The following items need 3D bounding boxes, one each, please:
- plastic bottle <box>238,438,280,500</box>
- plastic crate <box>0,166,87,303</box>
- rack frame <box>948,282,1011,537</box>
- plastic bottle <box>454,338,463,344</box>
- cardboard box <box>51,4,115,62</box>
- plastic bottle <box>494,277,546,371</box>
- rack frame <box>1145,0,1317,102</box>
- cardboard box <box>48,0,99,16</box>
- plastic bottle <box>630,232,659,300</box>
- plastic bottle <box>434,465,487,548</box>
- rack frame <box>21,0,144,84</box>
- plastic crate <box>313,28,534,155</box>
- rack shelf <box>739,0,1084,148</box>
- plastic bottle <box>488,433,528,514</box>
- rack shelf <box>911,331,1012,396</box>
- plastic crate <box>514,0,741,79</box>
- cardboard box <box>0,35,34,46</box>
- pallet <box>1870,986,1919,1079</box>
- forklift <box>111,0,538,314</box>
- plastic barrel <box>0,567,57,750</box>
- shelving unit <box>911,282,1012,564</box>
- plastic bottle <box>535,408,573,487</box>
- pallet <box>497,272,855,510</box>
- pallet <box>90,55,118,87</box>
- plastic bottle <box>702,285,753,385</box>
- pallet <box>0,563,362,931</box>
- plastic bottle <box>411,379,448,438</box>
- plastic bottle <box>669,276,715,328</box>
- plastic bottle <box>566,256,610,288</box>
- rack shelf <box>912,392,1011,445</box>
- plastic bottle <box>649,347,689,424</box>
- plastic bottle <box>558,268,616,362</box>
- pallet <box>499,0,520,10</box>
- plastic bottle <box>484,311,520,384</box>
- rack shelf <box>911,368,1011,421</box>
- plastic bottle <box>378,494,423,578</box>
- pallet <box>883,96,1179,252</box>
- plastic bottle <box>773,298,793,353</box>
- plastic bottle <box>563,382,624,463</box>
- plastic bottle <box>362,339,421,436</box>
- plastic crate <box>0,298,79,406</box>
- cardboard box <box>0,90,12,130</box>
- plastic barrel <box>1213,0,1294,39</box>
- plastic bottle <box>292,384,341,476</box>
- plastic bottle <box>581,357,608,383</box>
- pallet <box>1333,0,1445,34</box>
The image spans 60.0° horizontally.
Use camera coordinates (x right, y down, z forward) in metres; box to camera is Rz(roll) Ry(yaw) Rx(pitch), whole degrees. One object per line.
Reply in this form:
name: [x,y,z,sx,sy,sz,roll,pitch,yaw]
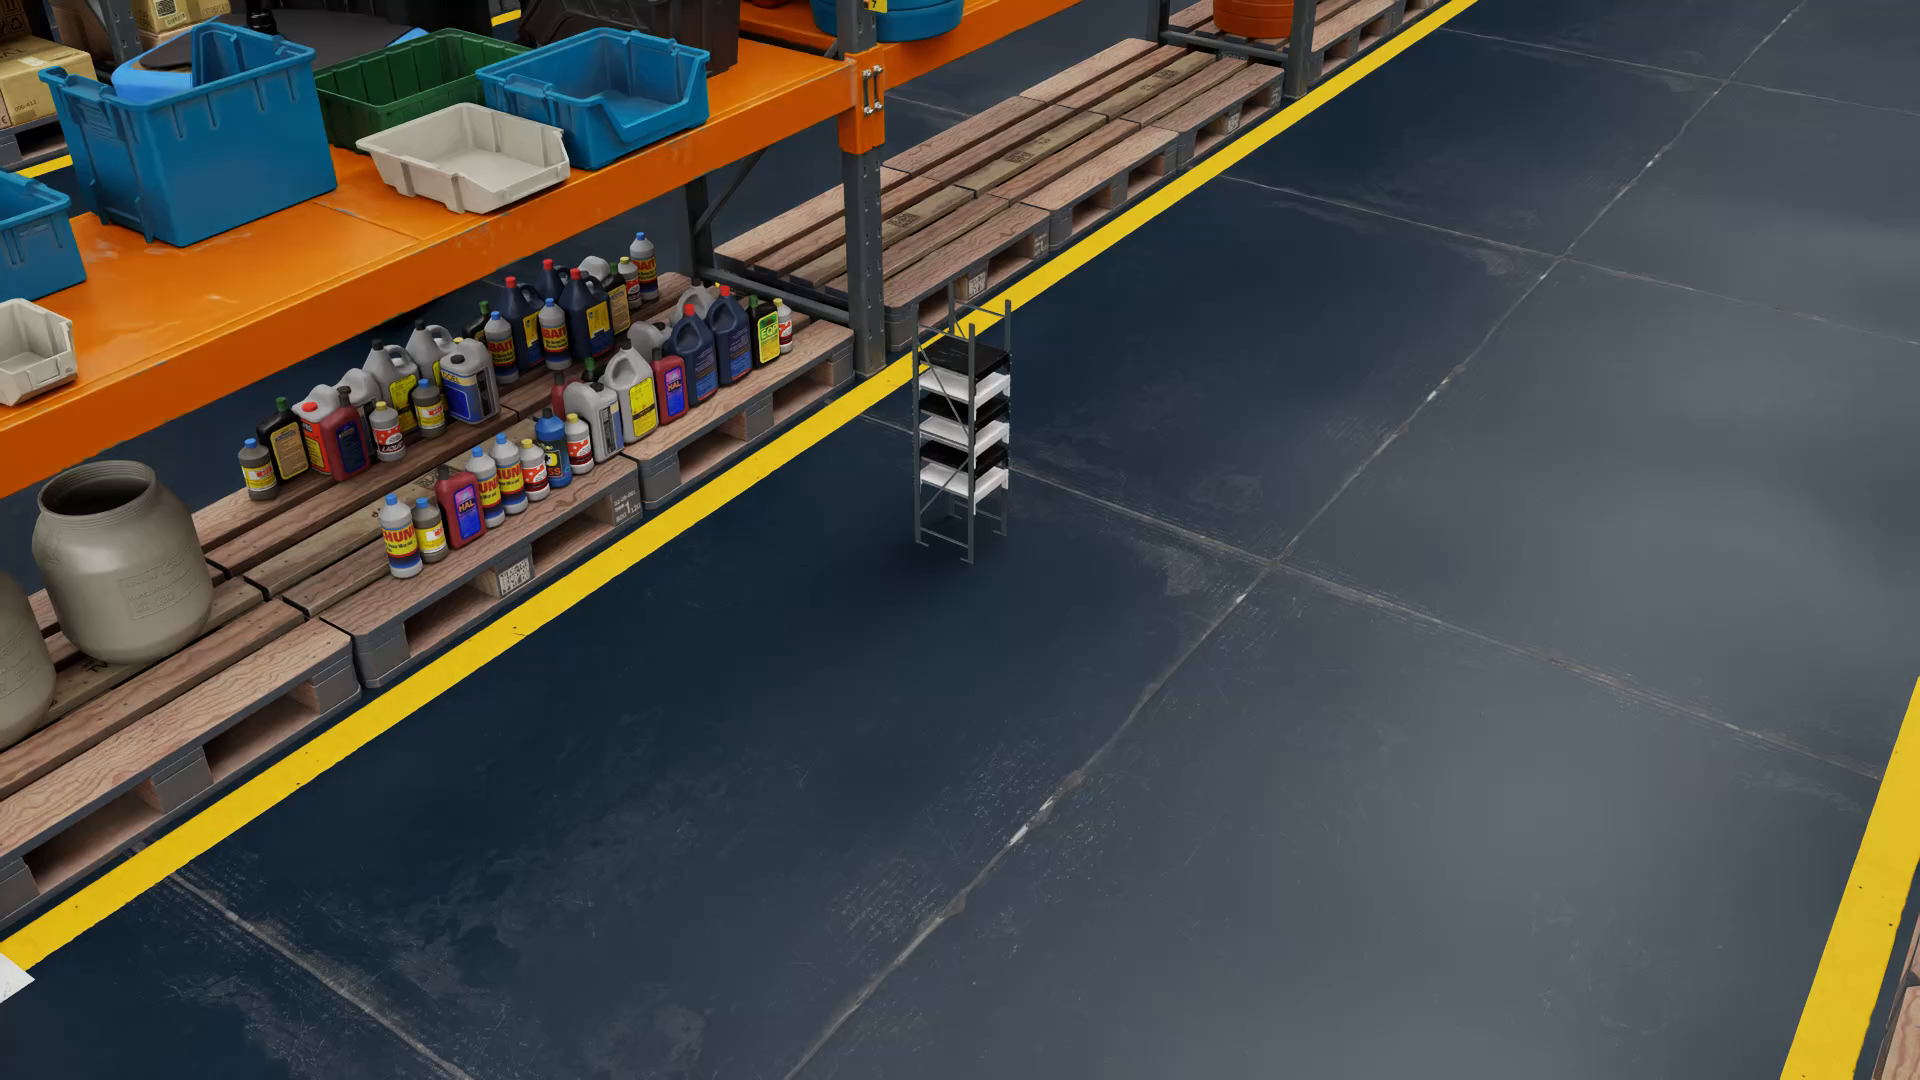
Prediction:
plastic bottle: [-2.339,-0.242,5.536,0.097,0.201,0.097,0,34,0]
plastic crate: [-2.612,-0.796,4.381,0.499,0.251,0.408,21,39,28]
rack frame: [0.063,-0.423,5.573,0.240,0.900,0.006,21,39,28]
plastic bottle: [-1.835,-0.650,6.138,0.097,0.201,0.097,0,34,0]
cardboard box: [-4.814,-2.977,9.555,0.500,0.250,0.500,21,39,28]
plastic bottle: [-1.654,-0.834,6.278,0.144,0.351,0.185,20,39,26]
rack frame: [1.535,-3.916,8.863,1.000,3.000,0.127,21,39,28]
cardboard box: [-4.817,-3.204,9.389,0.500,0.311,0.500,21,39,28]
plastic bottle: [-1.287,-1.120,6.772,0.097,0.271,0.097,0,34,0]
plastic bottle: [-1.592,-0.124,5.288,0.061,0.283,0.133,22,40,29]
rack frame: [-4.813,-3.659,8.483,1.000,3.000,0.127,21,39,28]
plastic crate: [-1.751,-1.453,5.410,0.450,0.188,0.662,21,39,28]
rack shelf: [0.395,-2.697,7.703,1.077,0.370,4.000,21,39,28]
plastic bottle: [-1.484,-0.225,5.448,0.097,0.271,0.097,0,34,0]
rack shelf: [0.005,-0.573,5.371,0.258,0.077,0.200,21,39,28]
plastic crate: [-1.148,-1.849,5.862,0.767,0.338,0.504,21,39,28]
cardboard box: [-5.326,-2.577,8.963,0.500,0.250,0.500,21,39,28]
pallet: [2.275,1.546,3.275,1.003,0.211,1.213,21,39,28]
forklift: [-2.606,-2.940,7.481,1.130,2.935,3.031,7,35,10]
plastic barrel: [-2.714,0.295,4.482,0.421,0.512,0.421,0,34,0]
shelving unit: [0.005,-0.376,5.503,0.258,0.900,0.210,21,39,28]
plastic bottle: [-1.368,-0.318,5.586,0.097,0.271,0.097,0,34,0]
pallet: [-1.163,-0.624,6.485,1.003,0.211,1.213,21,39,28]
pallet: [-4.425,-2.855,9.784,1.003,0.211,1.213,21,39,28]
plastic bottle: [-0.876,-0.772,6.185,0.144,0.351,0.185,20,39,27]
pallet: [-2.554,0.499,4.824,1.003,0.211,1.213,21,39,28]
plastic bottle: [-1.879,-0.473,5.877,0.097,0.201,0.097,0,34,0]
plastic bottle: [-0.994,-0.818,6.253,0.144,0.351,0.185,21,39,28]
plastic bottle: [-1.449,-0.965,6.538,0.152,0.276,0.135,23,40,30]
rack shelf: [0.005,-0.423,5.472,0.258,0.077,0.200,21,39,28]
plastic bottle: [-1.044,-0.567,5.943,0.061,0.283,0.133,24,41,31]
plastic bottle: [-1.428,-0.875,6.338,0.144,0.351,0.185,21,39,28]
pallet: [-3.033,-3.978,11.444,1.003,0.211,1.213,21,39,28]
plastic bottle: [-1.707,-0.722,6.182,0.097,0.271,0.097,0,34,0]
rack shelf: [0.005,-0.498,5.421,0.258,0.077,0.200,21,39,28]
plastic bottle: [-1.736,-0.021,5.146,0.097,0.271,0.097,0,34,0]
pallet: [0.365,-1.858,8.308,1.003,0.211,1.213,21,39,28]
plastic bottle: [-0.696,-0.832,6.407,0.097,0.201,0.097,0,34,0]
plastic bottle: [-1.265,-0.430,5.747,0.152,0.276,0.135,22,40,29]
plastic bottle: [-2.003,-0.553,5.862,0.144,0.351,0.185,23,40,30]
plastic crate: [-2.252,-0.434,3.950,0.298,0.136,0.250,21,39,28]
cardboard box: [-5.191,-2.184,8.381,0.500,0.250,0.500,21,39,28]
plastic barrel: [1.800,-3.421,9.694,0.600,0.830,0.708,21,39,28]
plastic bottle: [-2.173,-0.381,5.674,0.152,0.276,0.135,22,40,29]
plastic bottle: [-1.268,-0.528,5.885,0.061,0.283,0.133,21,39,28]
pallet: [2.647,-3.696,11.027,1.003,0.211,1.213,21,39,28]
